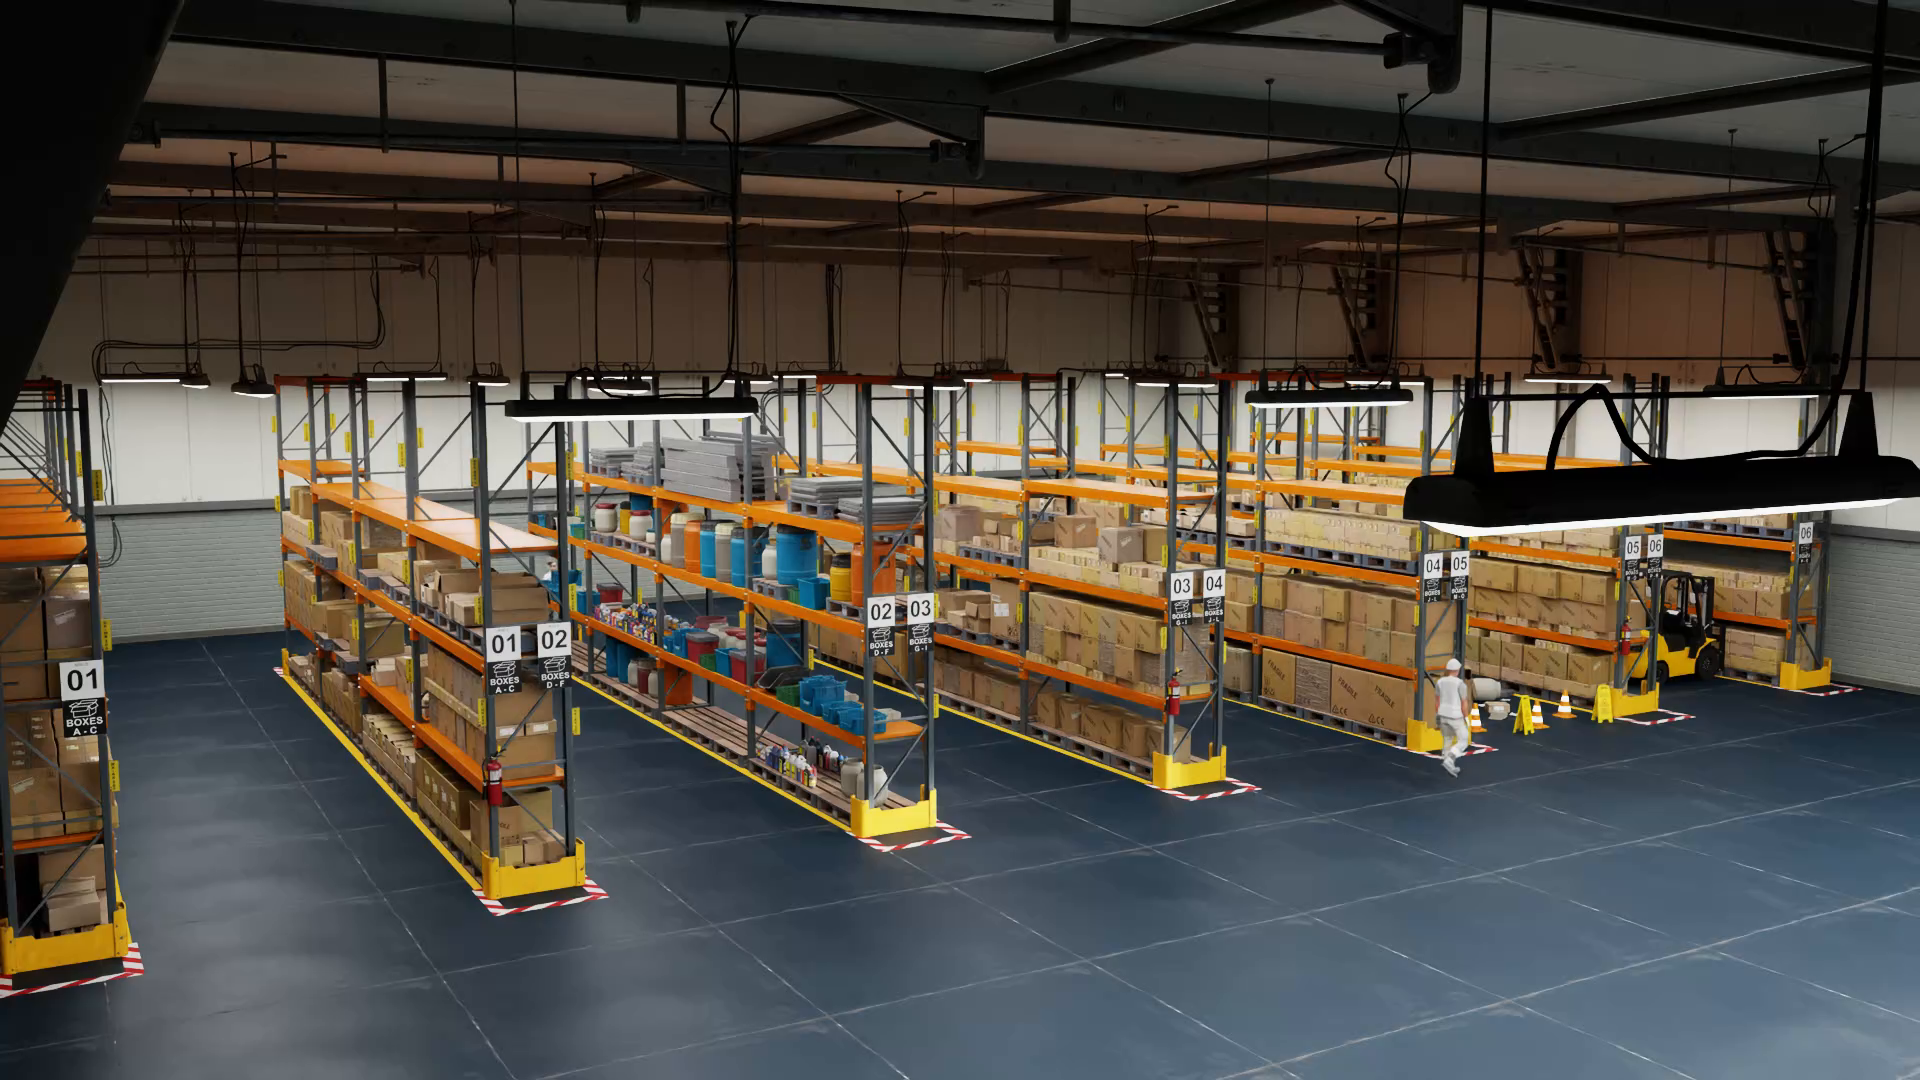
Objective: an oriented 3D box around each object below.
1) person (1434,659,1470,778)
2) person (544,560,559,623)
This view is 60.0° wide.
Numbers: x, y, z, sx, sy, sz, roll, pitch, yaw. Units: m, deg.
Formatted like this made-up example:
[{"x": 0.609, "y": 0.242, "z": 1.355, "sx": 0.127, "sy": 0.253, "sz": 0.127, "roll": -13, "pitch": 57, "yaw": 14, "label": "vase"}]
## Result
[{"x": 7.424, "y": 2.691, "z": 25.166, "sx": 0.686, "sy": 1.789, "sz": 0.557, "roll": -5, "pitch": 8, "yaw": -41, "label": "person"}, {"x": -9.424, "y": 1.268, "z": 38.630, "sx": 1.004, "sy": 1.632, "sz": 0.522, "roll": 6, "pitch": 9, "yaw": 44, "label": "person"}]
